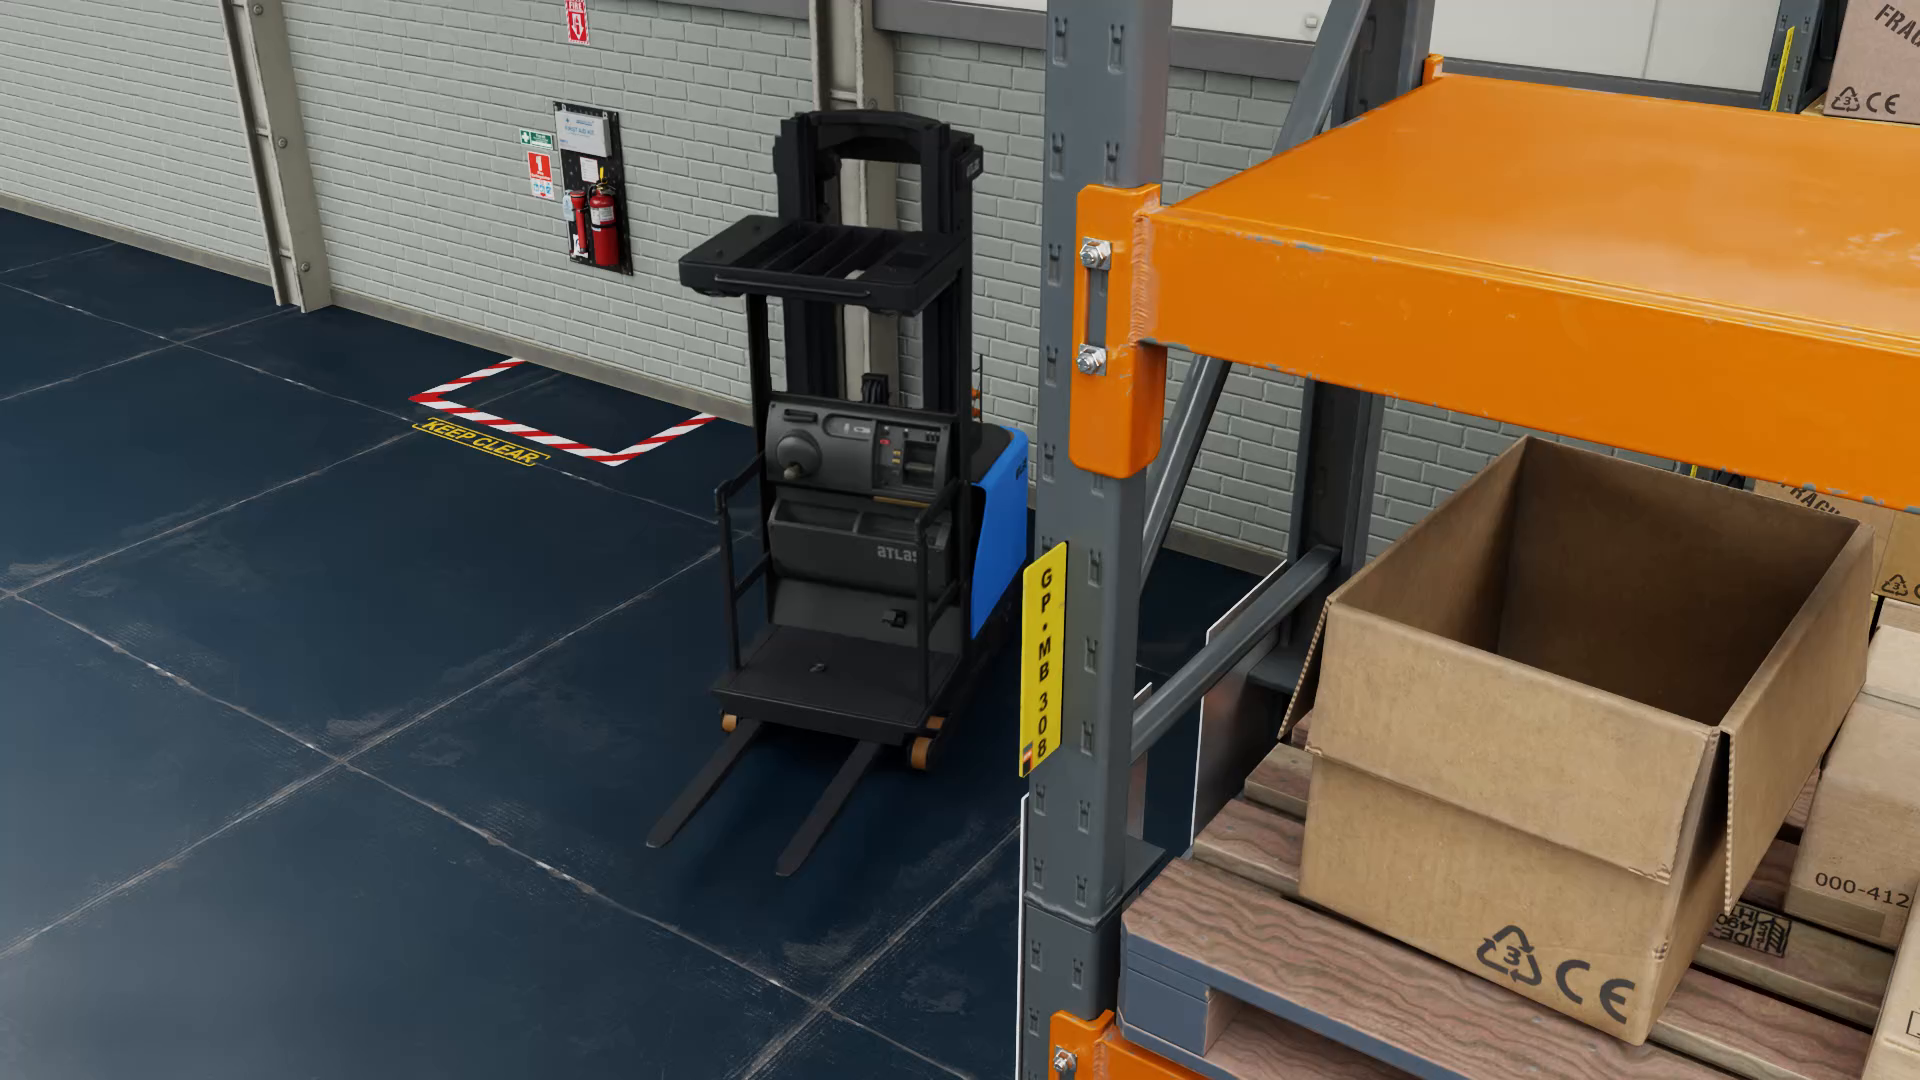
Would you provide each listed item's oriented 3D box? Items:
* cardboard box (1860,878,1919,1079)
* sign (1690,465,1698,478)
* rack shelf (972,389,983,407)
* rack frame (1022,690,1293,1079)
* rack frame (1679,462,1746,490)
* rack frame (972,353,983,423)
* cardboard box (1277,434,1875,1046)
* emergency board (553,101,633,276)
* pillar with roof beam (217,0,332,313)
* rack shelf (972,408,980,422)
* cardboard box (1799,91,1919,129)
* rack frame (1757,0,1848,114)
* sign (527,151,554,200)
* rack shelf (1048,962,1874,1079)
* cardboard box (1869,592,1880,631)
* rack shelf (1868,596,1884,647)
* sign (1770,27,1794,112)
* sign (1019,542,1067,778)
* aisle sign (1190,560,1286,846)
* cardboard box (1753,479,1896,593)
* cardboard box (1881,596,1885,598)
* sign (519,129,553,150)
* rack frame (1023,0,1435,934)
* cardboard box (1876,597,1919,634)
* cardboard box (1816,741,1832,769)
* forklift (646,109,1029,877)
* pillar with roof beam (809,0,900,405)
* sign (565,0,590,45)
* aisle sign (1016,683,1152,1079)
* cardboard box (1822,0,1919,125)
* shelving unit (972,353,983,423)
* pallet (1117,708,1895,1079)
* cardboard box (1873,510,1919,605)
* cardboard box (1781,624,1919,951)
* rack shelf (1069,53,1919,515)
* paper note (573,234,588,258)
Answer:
[{"bbox_3d":[1.301,0.615,2.087,0.250,0.149,0.380,17,32,30],"label":"cardboard box"},{"bbox_3d":[2.926,-0.315,6.607,0.005,0.325,0.100,17,32,30],"label":"sign"},{"bbox_3d":[-0.012,-0.820,9.842,0.180,0.103,0.258,17,32,30],"label":"rack shelf"},{"bbox_3d":[0.431,1.721,3.561,0.127,3.000,1.000,17,32,30],"label":"rack frame"},{"bbox_3d":[3.233,-0.132,7.202,0.127,3.000,1.000,17,32,30],"label":"rack frame"},{"bbox_3d":[0.063,-0.515,9.939,0.006,1.200,0.240,17,32,30],"label":"rack frame"},{"bbox_3d":[0.903,0.238,2.437,0.637,0.503,0.797,20,33,34],"label":"cardboard box"},{"bbox_3d":[-2.661,-2.465,11.786,0.643,1.169,0.194,17,32,30],"label":"emergency board"},{"bbox_3d":[-8.029,-4.421,9.016,0.400,9.000,9.100,17,32,30],"label":"pillar with roof beam"},{"bbox_3d":[-0.012,-0.713,9.896,0.180,0.103,0.258,17,32,30],"label":"rack shelf"},{"bbox_3d":[3.367,-1.343,6.142,0.500,0.500,0.500,18,32,32],"label":"cardboard box"},{"bbox_3d":[3.233,-2.805,5.841,0.127,3.000,1.000,17,32,30],"label":"rack frame"},{"bbox_3d":[-3.059,-2.661,12.133,0.234,0.329,0.001,17,32,30],"label":"sign"},{"bbox_3d":[2.080,1.219,2.034,4.000,0.370,1.077,17,32,30],"label":"rack shelf"},{"bbox_3d":[3.455,0.170,6.752,0.500,0.250,0.500,16,31,29],"label":"cardboard box"},{"bbox_3d":[4.881,0.702,6.356,4.000,0.370,1.077,17,32,30],"label":"rack shelf"},{"bbox_3d":[2.926,-1.655,5.924,0.005,0.325,0.100,17,32,30],"label":"sign"},{"bbox_3d":[0.112,0.165,2.259,0.005,0.325,0.100,17,32,30],"label":"sign"},{"bbox_3d":[0.543,0.436,3.220,0.004,0.787,0.394,17,32,30],"label":"aisle sign"},{"bbox_3d":[3.456,-0.173,6.599,0.500,0.500,0.500,17,32,30],"label":"cardboard box"},{"bbox_3d":[4.162,0.103,6.883,0.500,0.250,0.500,18,32,32],"label":"cardboard box"},{"bbox_3d":[-3.060,-2.893,12.004,0.331,0.109,0.001,17,32,30],"label":"sign"},{"bbox_3d":[0.431,-0.952,2.200,0.127,3.000,1.000,17,32,30],"label":"rack frame"},{"bbox_3d":[3.891,0.298,6.500,0.500,0.250,0.500,16,31,29],"label":"cardboard box"},{"bbox_3d":[3.752,1.082,7.296,0.500,0.311,0.500,14,30,25],"label":"cardboard box"},{"bbox_3d":[-0.559,-0.394,7.793,1.130,2.935,3.031,9,28,16],"label":"forklift"},{"bbox_3d":[-3.083,-2.880,5.988,0.400,9.000,9.100,17,32,30],"label":"pillar with roof beam"},{"bbox_3d":[-2.612,-3.537,11.338,0.199,0.298,0.001,17,32,30],"label":"sign"},{"bbox_3d":[0.204,0.660,2.779,0.004,0.787,0.394,17,32,30],"label":"aisle sign"},{"bbox_3d":[3.413,-1.778,5.895,0.500,0.500,0.500,15,31,27],"label":"cardboard box"},{"bbox_3d":[-0.012,-0.538,9.985,0.189,1.200,0.258,17,32,30],"label":"shelving unit"},{"bbox_3d":[1.000,0.615,2.525,1.213,0.211,1.003,17,32,30],"label":"pallet"},{"bbox_3d":[3.858,-0.042,6.343,0.500,0.500,0.500,17,32,30],"label":"cardboard box"},{"bbox_3d":[1.530,0.399,2.400,0.500,0.250,0.500,17,32,30],"label":"cardboard box"},{"bbox_3d":[2.080,0.060,1.445,4.000,0.370,1.077,17,32,30],"label":"rack shelf"},{"bbox_3d":[-2.768,-2.144,12.126,0.142,0.148,0.016,17,32,30],"label":"paper note"}]
